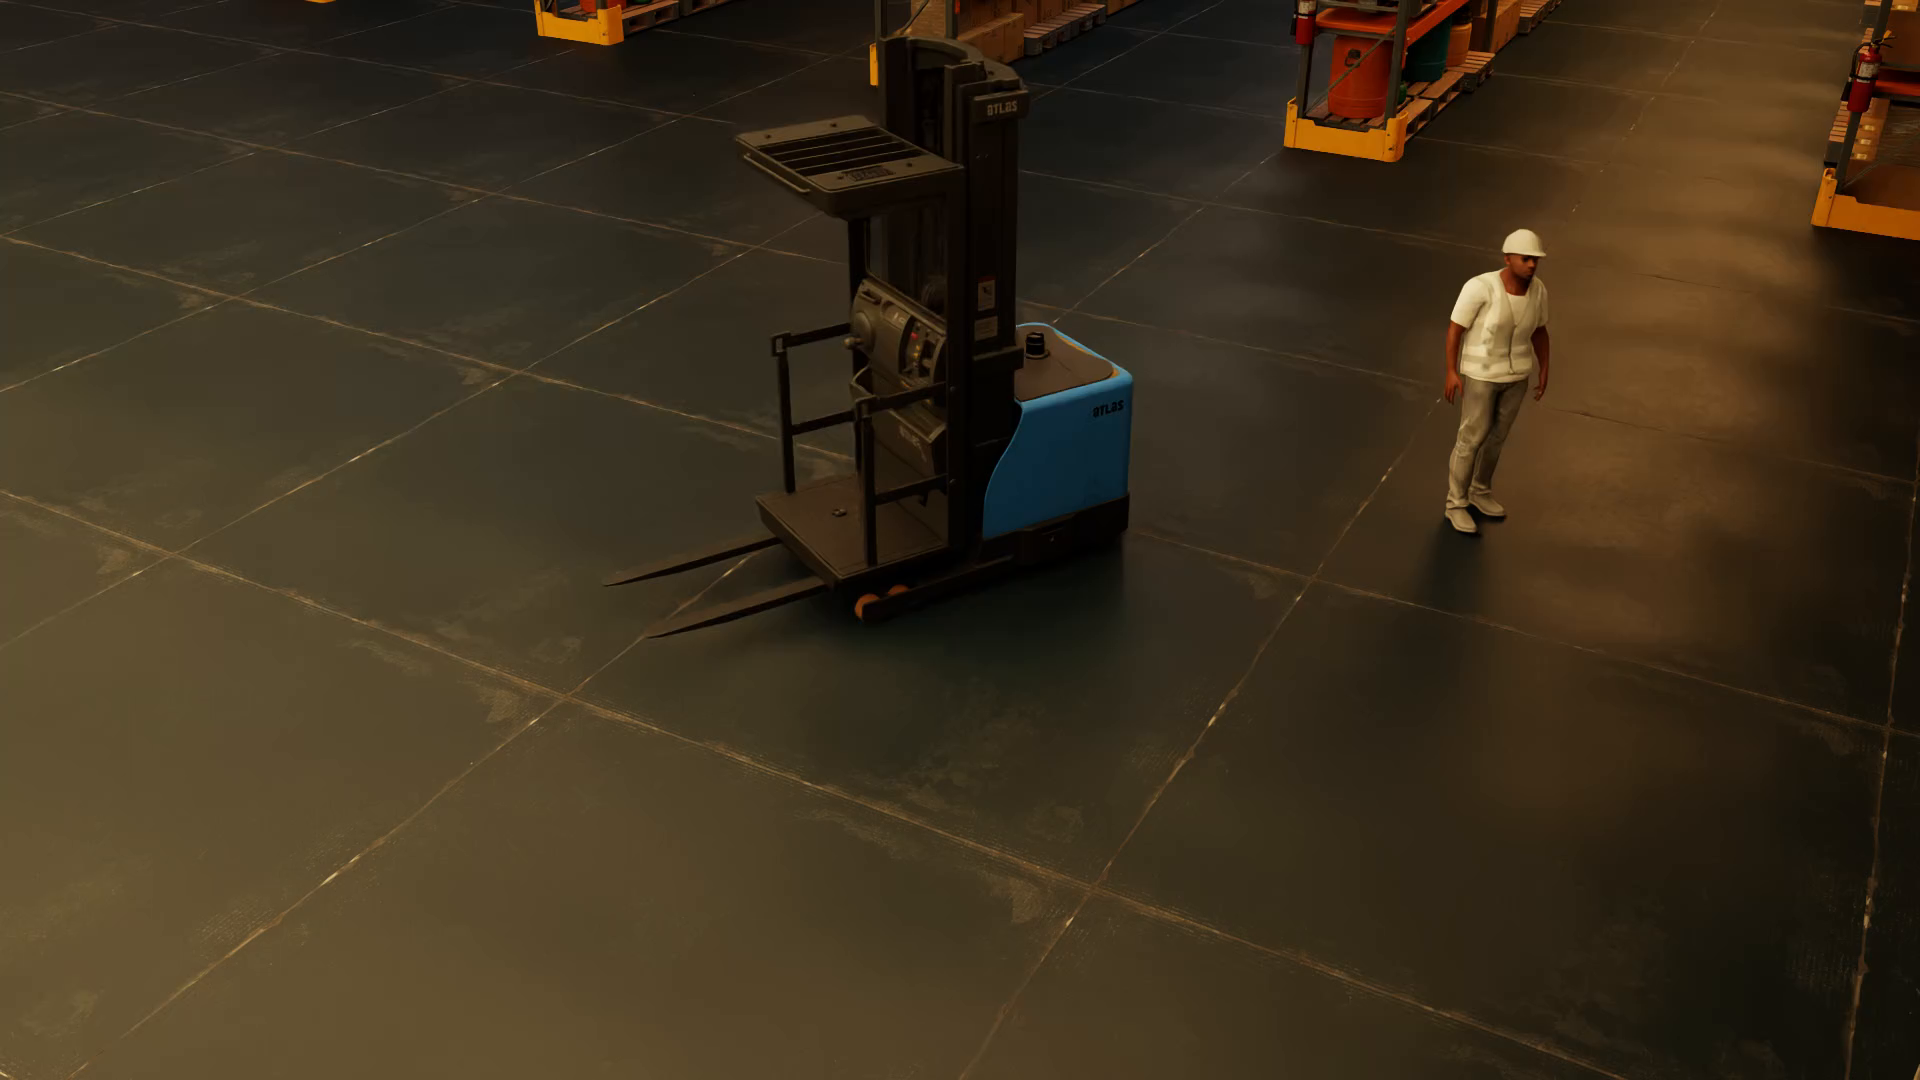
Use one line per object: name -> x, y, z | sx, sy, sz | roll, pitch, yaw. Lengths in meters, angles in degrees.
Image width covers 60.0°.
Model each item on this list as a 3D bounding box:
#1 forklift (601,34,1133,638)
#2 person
forklift -> -0.518, -1.105, 8.985 | 3.031, 2.935, 1.130 | -17, 34, -27
person -> 3.225, -0.949, 9.876 | 0.696, 1.771, 0.572 | -9, 31, -15
